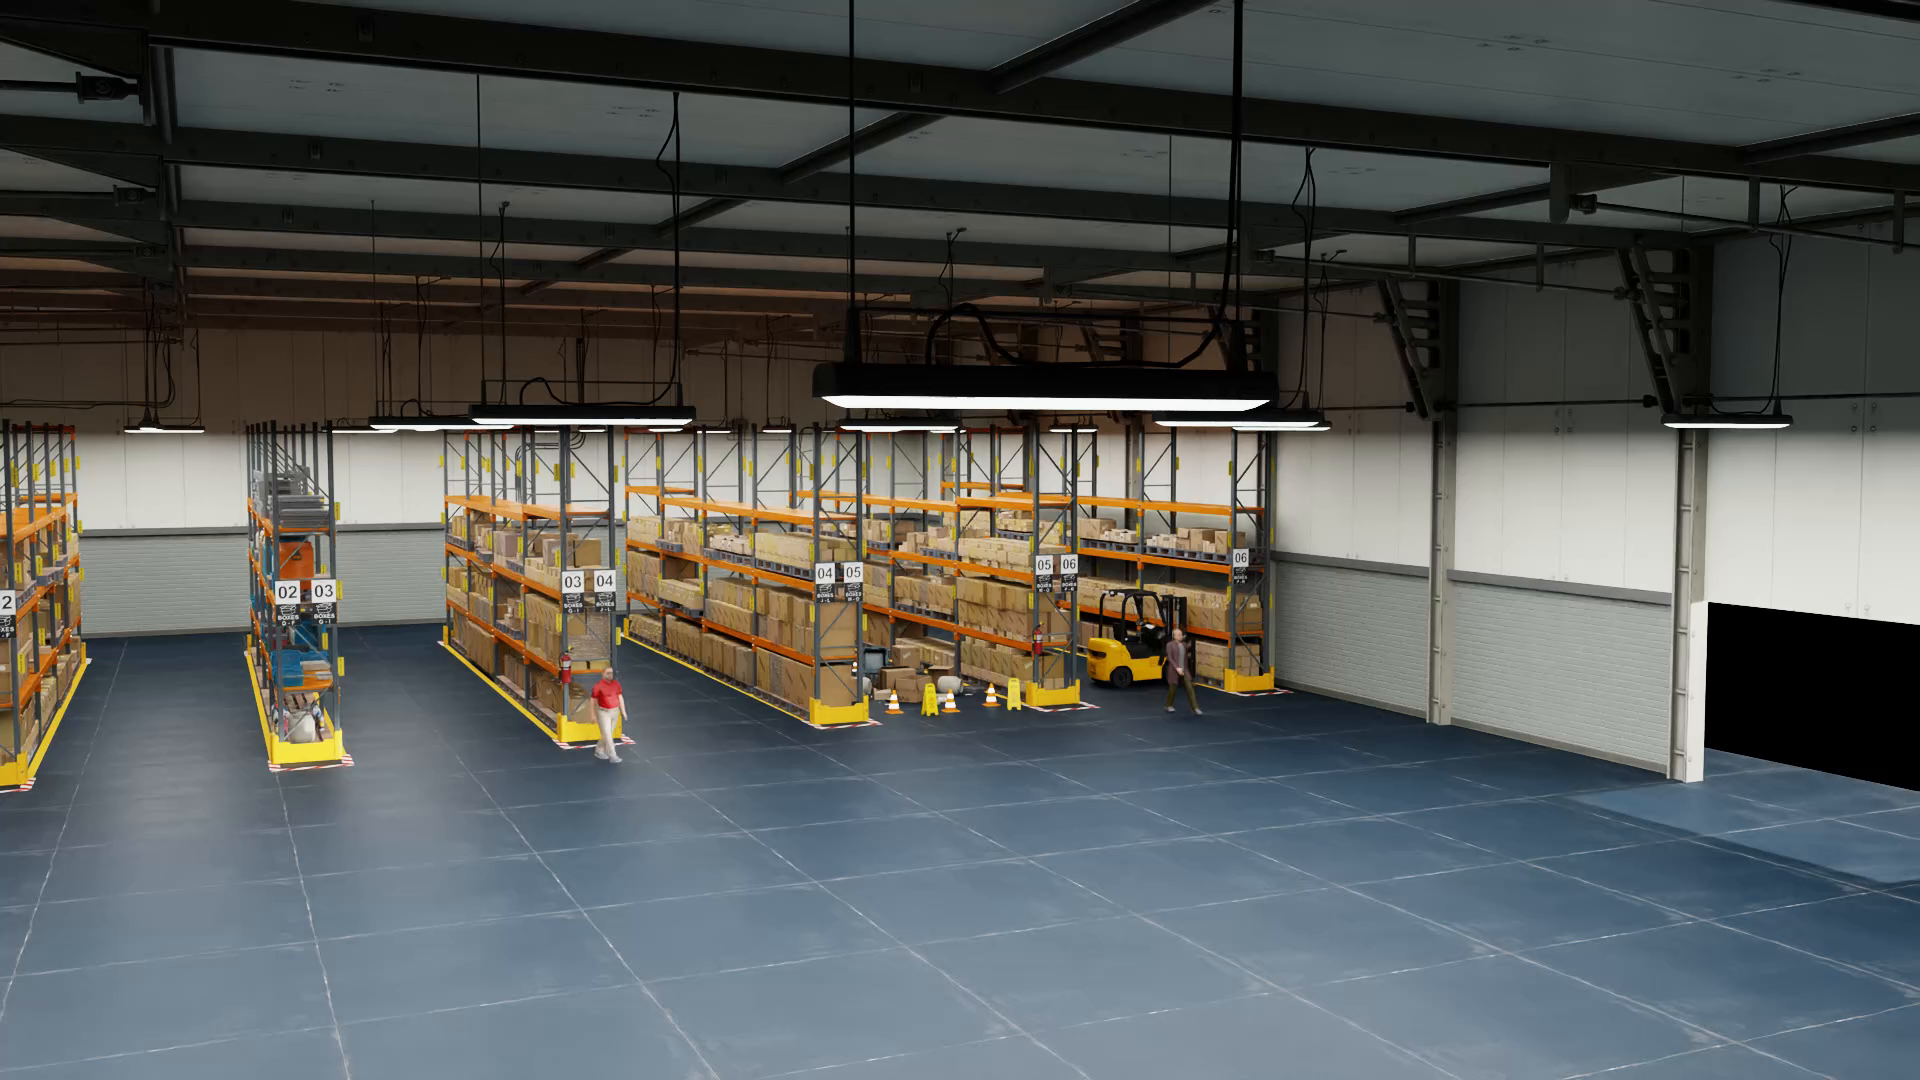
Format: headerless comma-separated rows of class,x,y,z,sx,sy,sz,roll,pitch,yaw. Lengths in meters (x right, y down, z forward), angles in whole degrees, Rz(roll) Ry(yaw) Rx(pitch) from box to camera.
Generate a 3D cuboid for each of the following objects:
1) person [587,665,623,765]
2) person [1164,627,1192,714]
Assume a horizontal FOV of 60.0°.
person,-6.192,3.038,29.070,0.685,1.710,0.650,0,4,1
person,4.518,2.673,34.305,0.625,1.777,0.464,2,4,31
